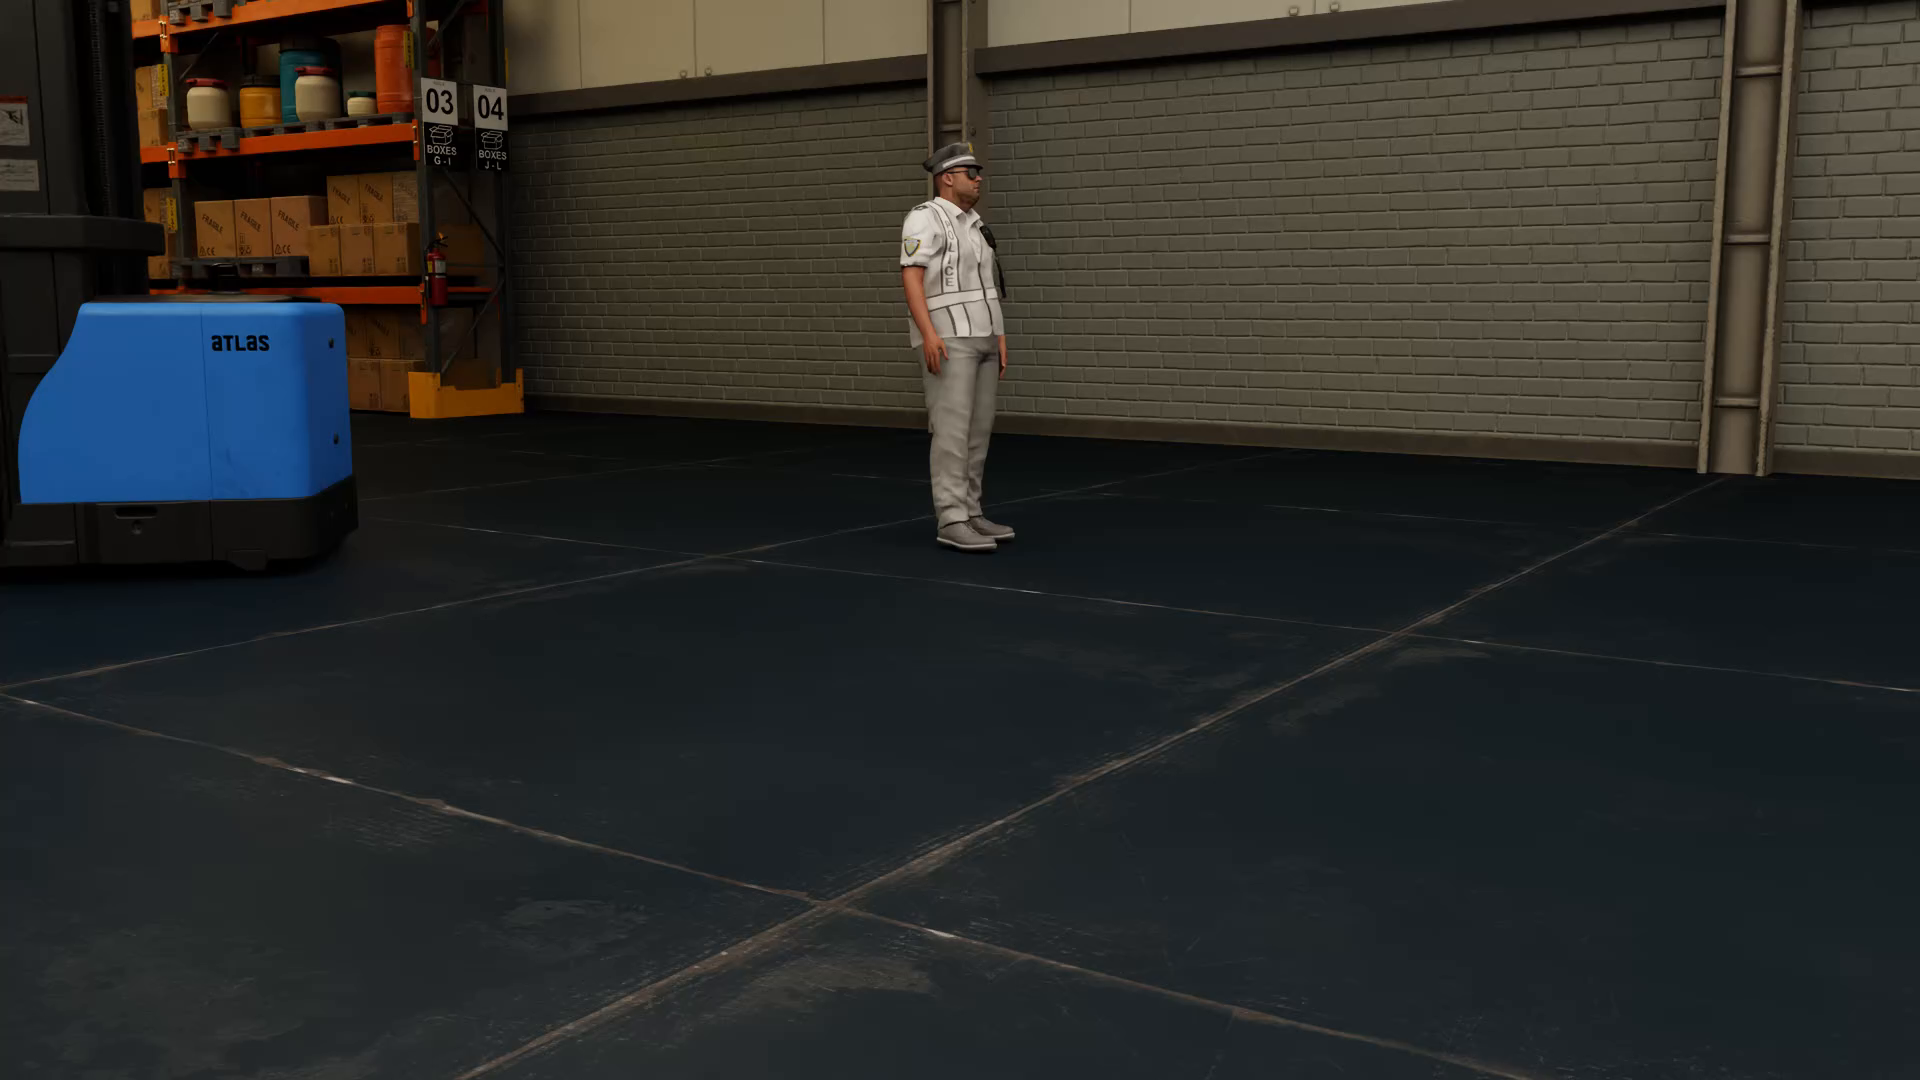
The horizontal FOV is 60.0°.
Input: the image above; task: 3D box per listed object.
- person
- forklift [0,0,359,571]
[{"bbox_3d":[0.058,-0.882,7.424,0.574,1.780,0.641,5,10,34],"label":"person"},{"bbox_3d":[-4.133,-1.343,6.634,3.031,2.935,1.130,-1,8,-10],"label":"forklift"}]
